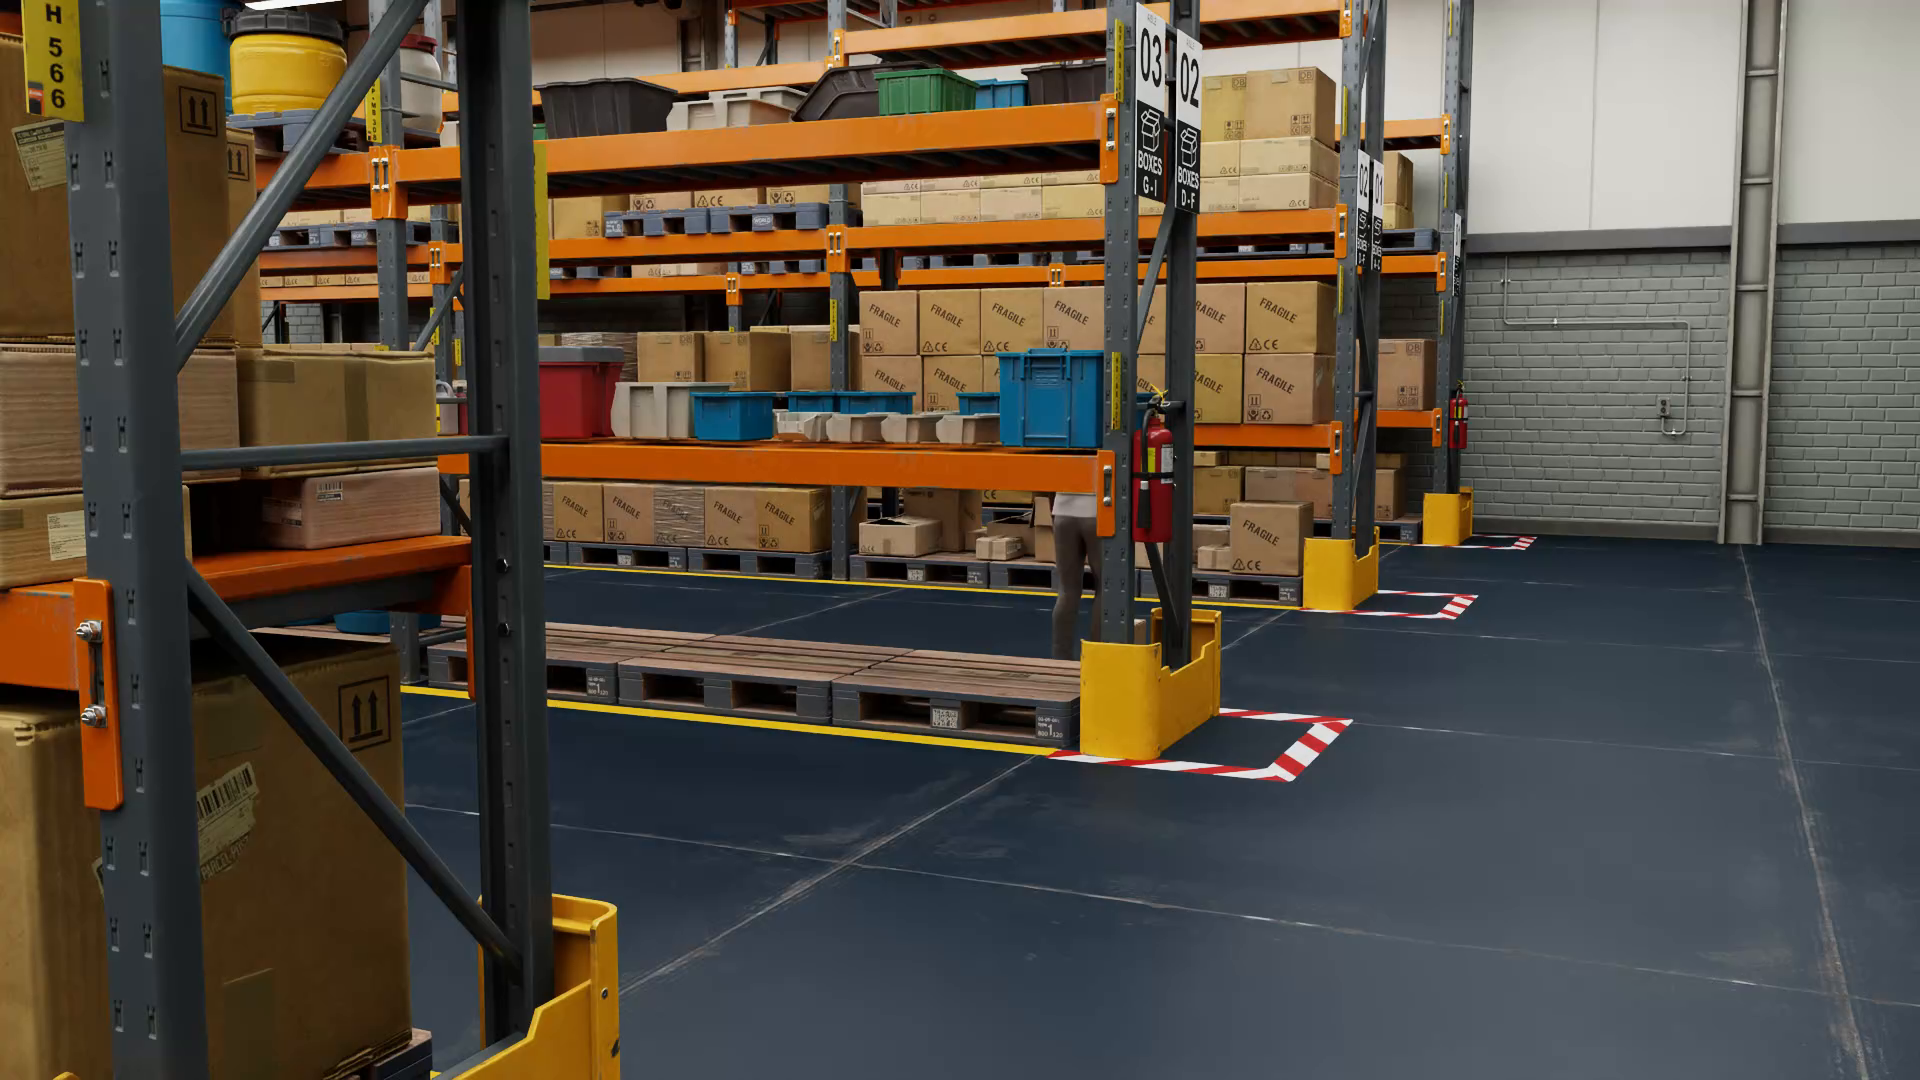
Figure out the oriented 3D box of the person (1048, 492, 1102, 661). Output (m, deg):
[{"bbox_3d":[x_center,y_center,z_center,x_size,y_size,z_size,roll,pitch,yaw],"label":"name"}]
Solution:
[{"bbox_3d":[0.679,-0.071,9.068,0.438,1.658,0.341,3,7,31],"label":"person"}]
